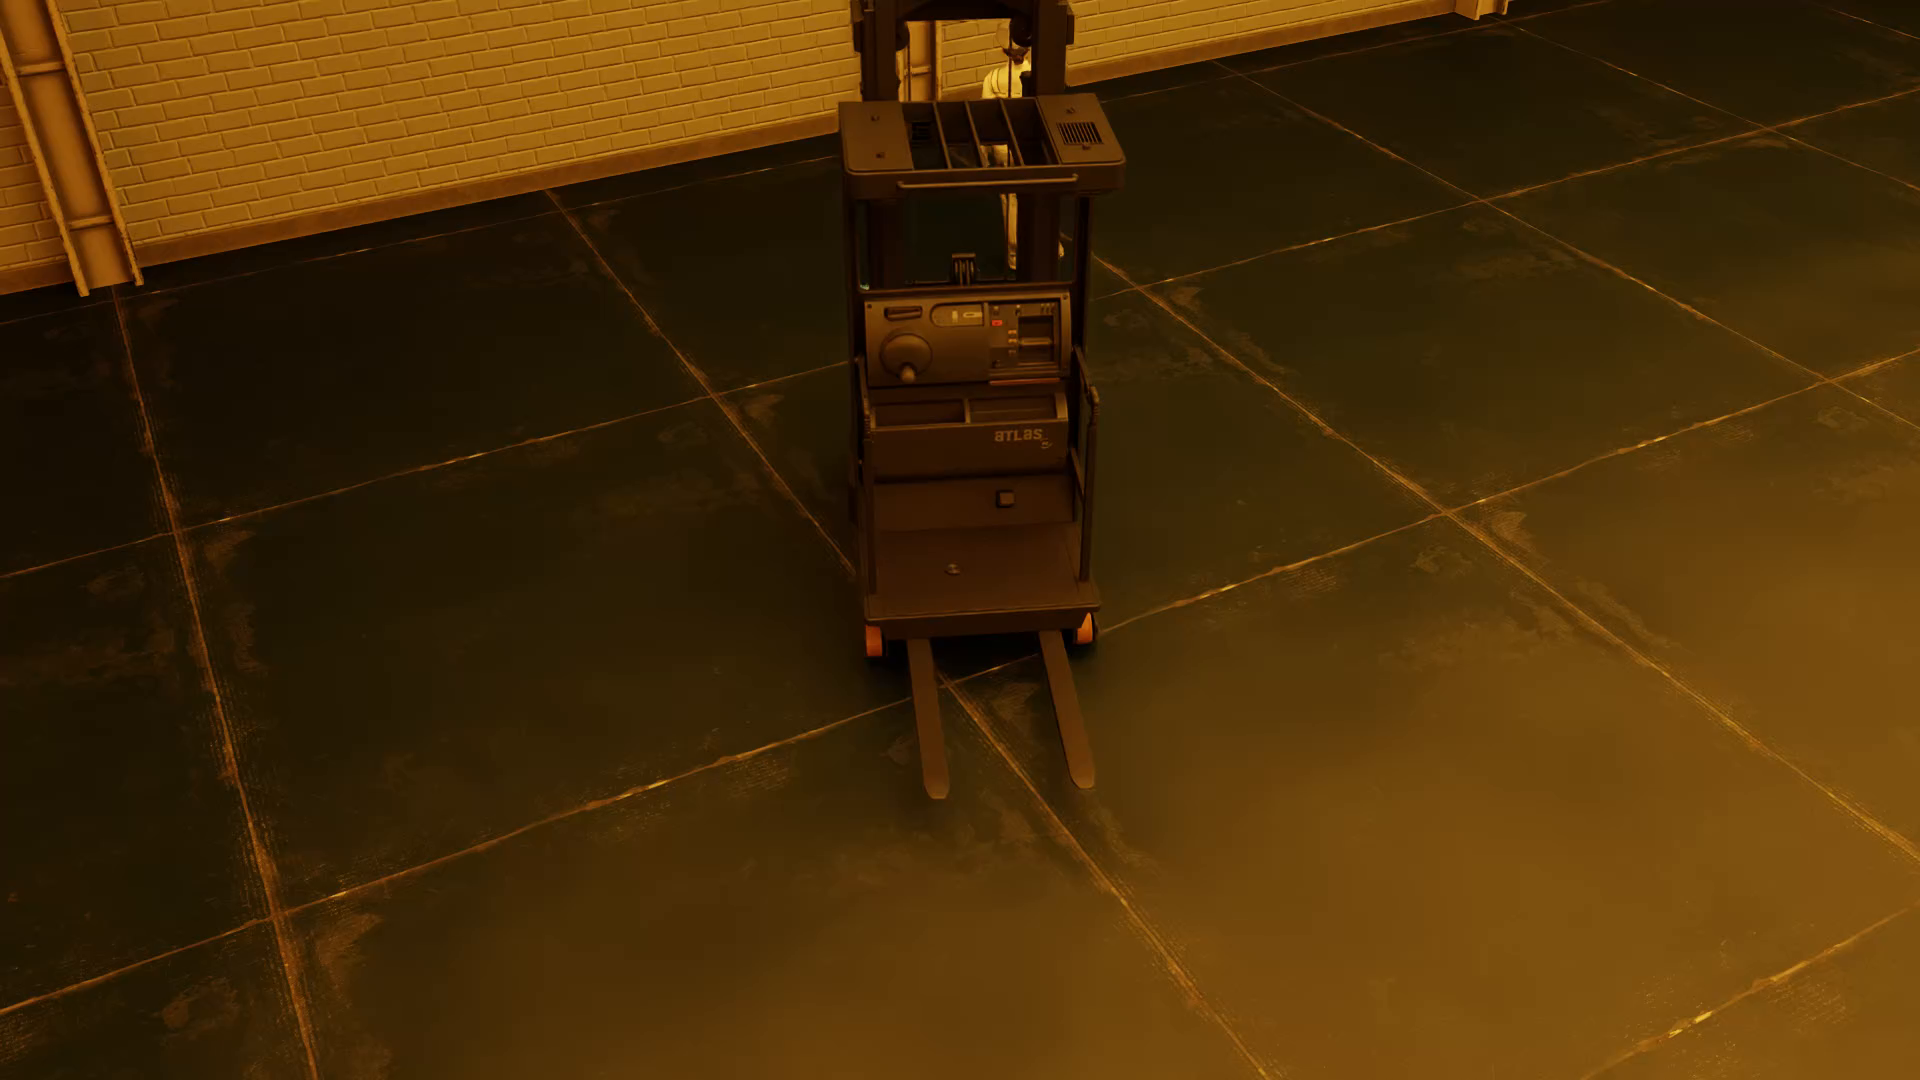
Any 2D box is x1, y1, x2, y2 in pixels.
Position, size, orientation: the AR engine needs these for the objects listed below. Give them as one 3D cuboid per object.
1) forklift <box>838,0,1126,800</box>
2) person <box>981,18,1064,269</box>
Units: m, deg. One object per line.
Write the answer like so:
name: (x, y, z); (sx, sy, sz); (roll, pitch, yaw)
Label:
forklift: (0.061, -0.846, 7.320); (1.130, 2.935, 3.031); (-3, 35, -5)
person: (0.400, -2.574, 10.825); (0.584, 1.696, 0.532); (5, 36, 7)
